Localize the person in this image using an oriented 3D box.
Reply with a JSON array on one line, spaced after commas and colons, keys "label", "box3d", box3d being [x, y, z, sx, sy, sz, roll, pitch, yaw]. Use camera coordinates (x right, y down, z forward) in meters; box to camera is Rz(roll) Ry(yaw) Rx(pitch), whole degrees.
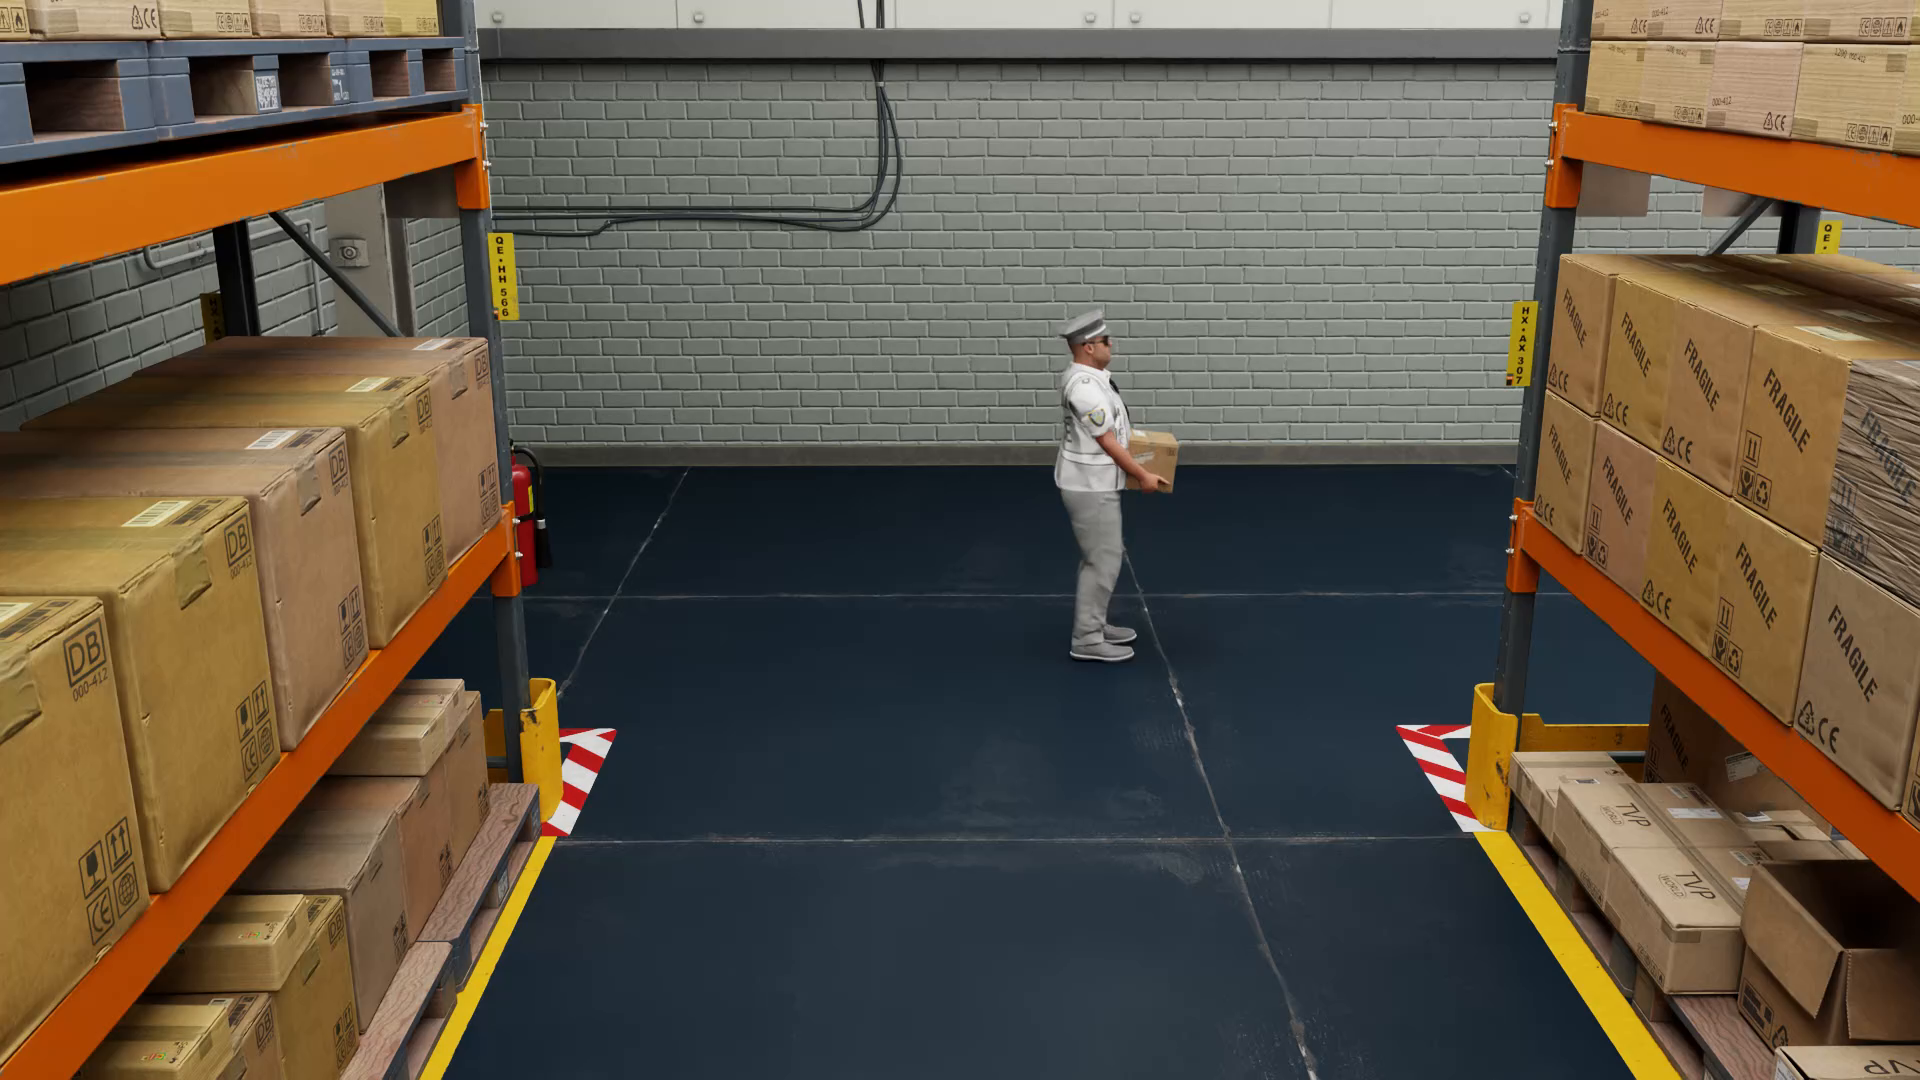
[{"label": "person", "box3d": [0.758, -0.284, 8.426, 0.562, 1.767, 0.504, 0, 17, -1]}]
